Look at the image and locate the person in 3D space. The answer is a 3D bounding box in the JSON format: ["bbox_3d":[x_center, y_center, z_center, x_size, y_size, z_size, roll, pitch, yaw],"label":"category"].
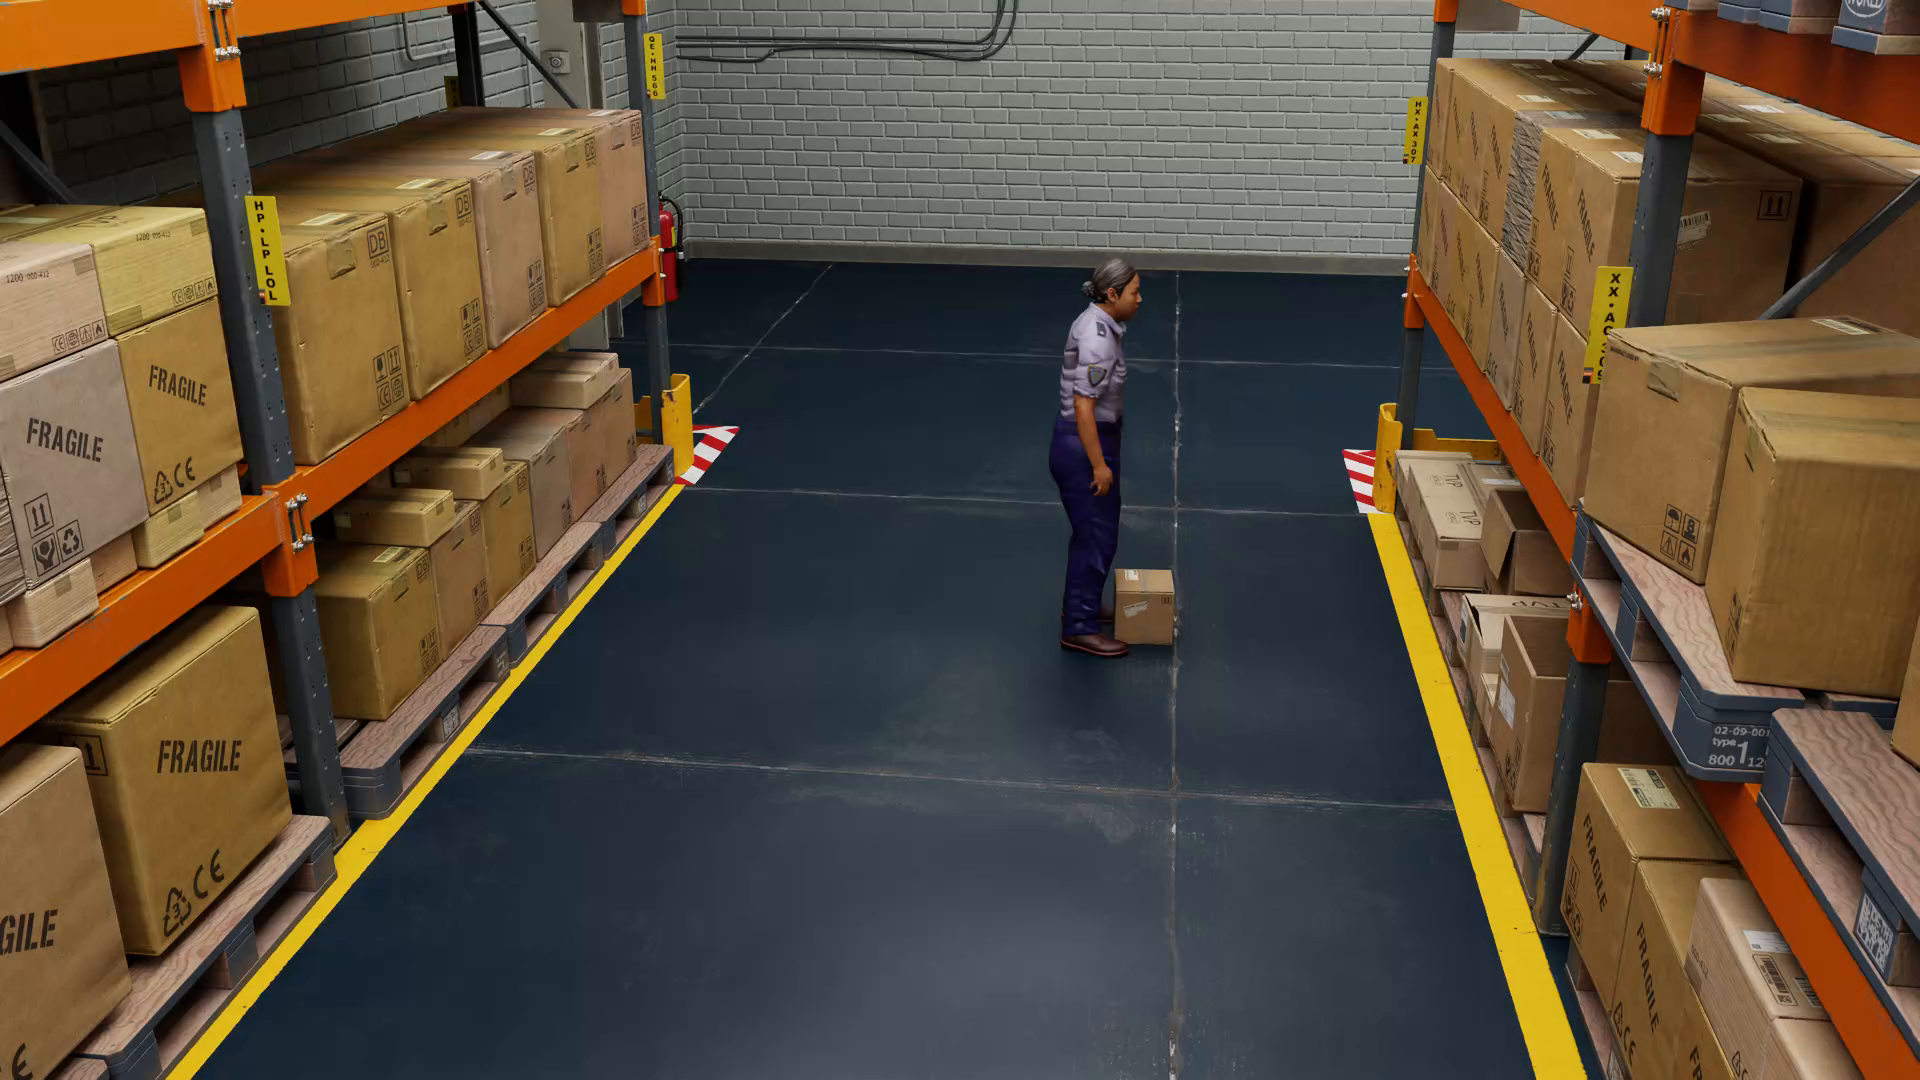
[{"bbox_3d":[0.565,-0.366,7.032,0.368,1.652,0.541,2,21,6],"label":"person"}]
